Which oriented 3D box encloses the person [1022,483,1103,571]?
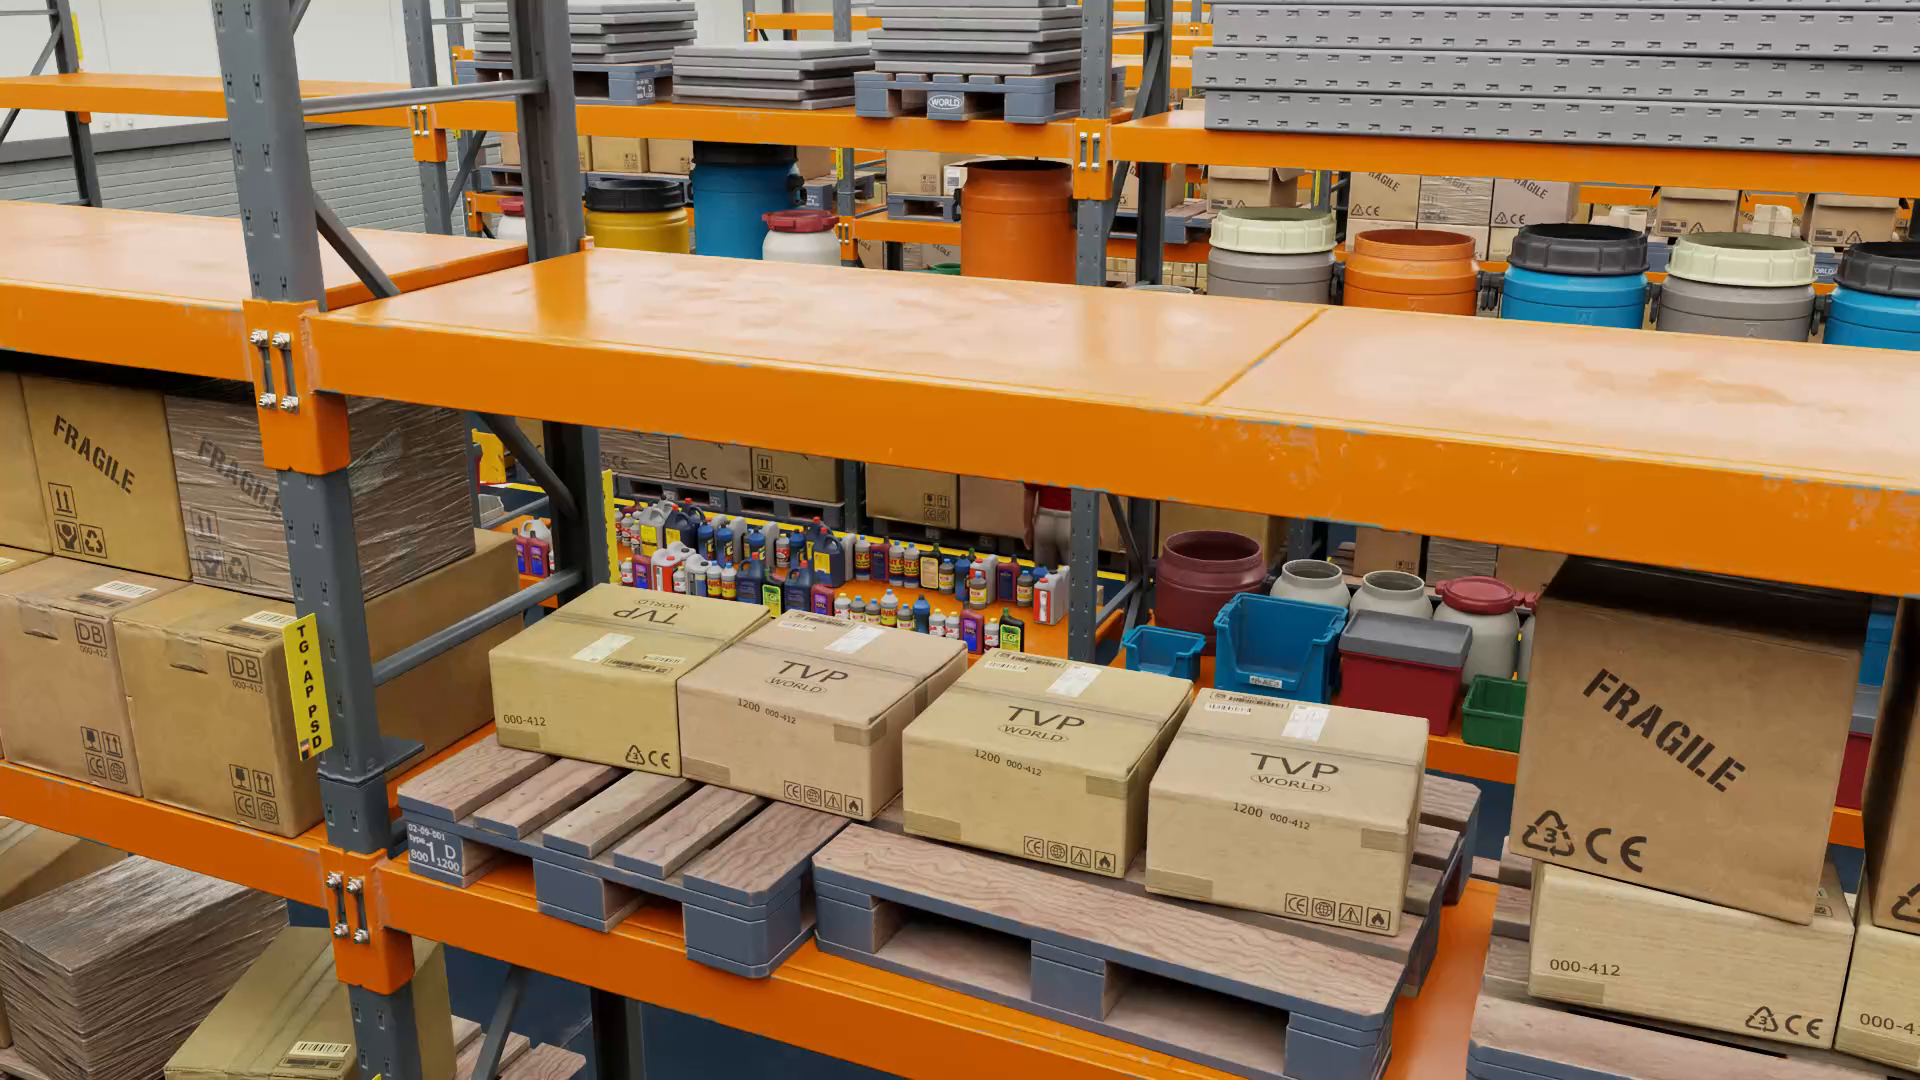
[{"bbox_3d":[0.760,-0.071,12.257,0.567,1.737,0.386,8,21,23],"label":"person"}]
